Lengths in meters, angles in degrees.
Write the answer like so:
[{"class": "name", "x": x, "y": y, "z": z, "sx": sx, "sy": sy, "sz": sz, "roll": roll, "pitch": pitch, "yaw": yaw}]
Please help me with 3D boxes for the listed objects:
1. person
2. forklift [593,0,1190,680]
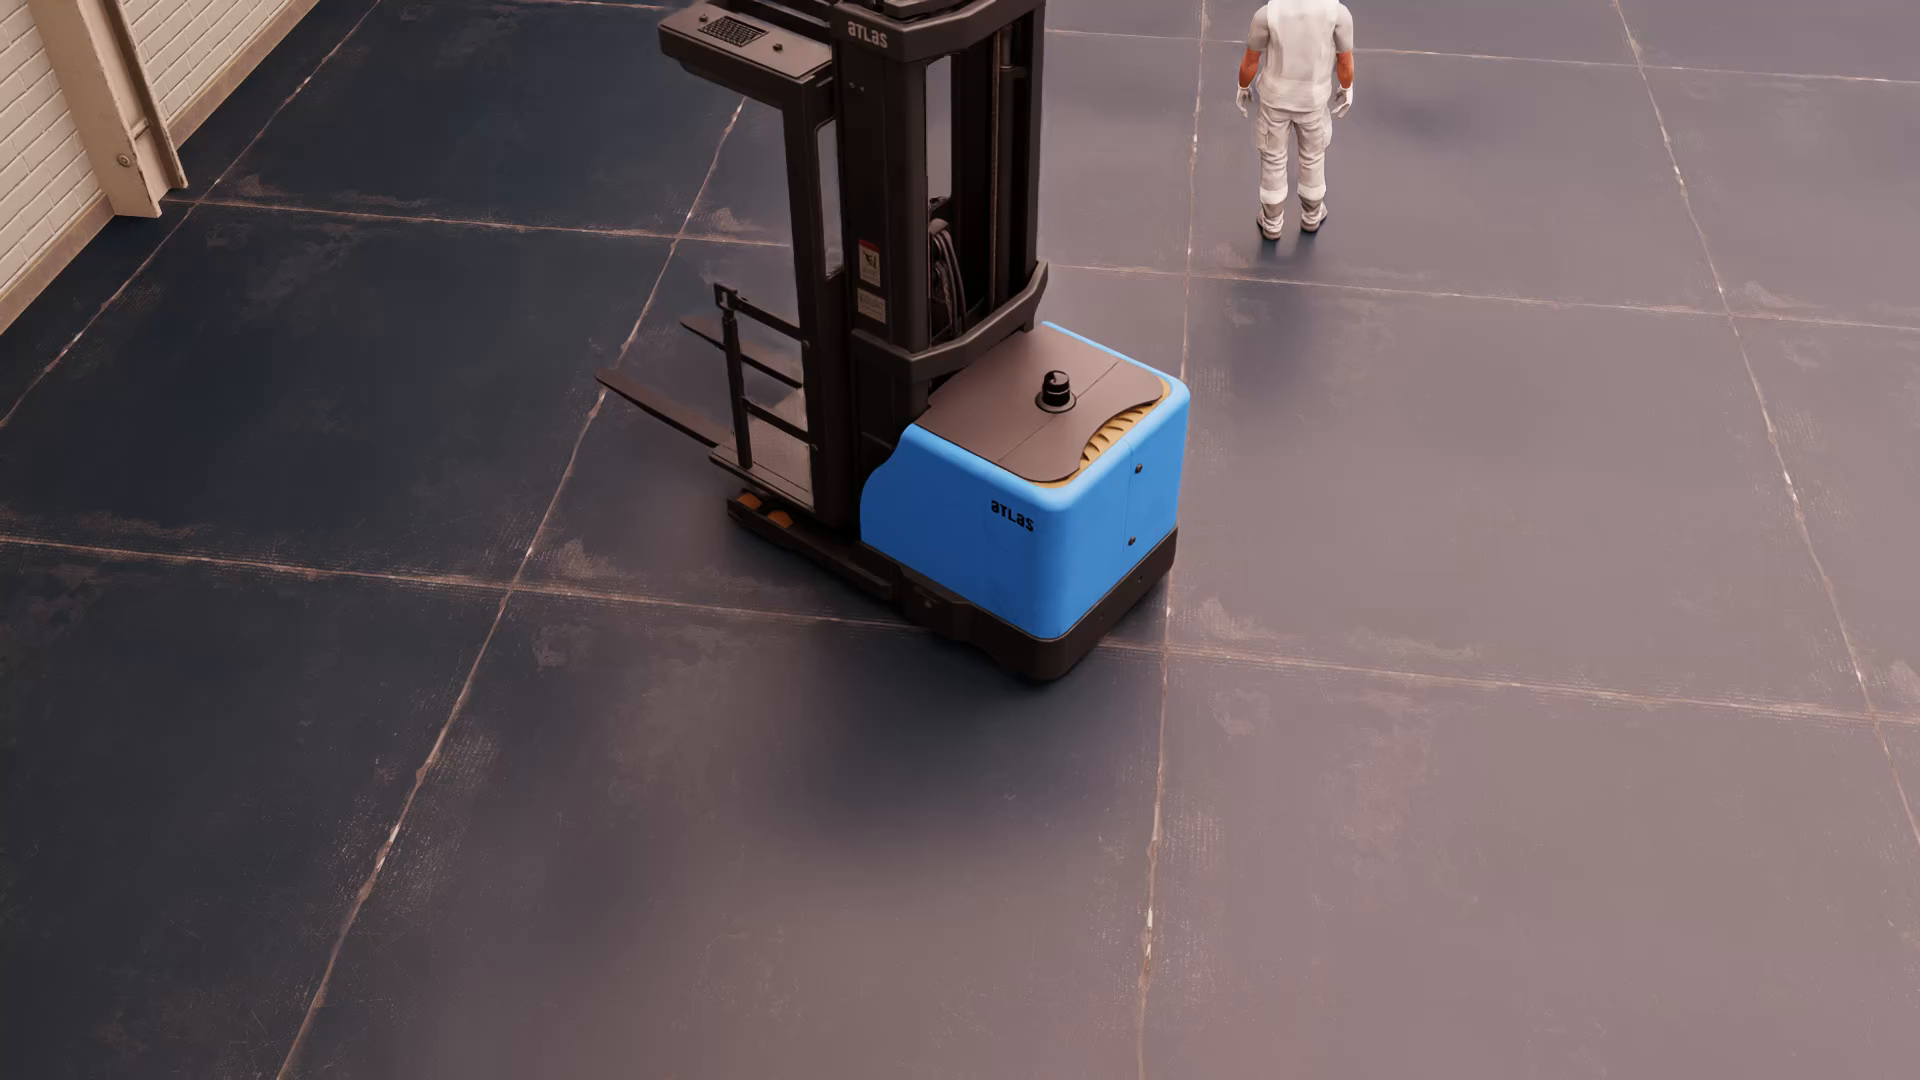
[{"class": "person", "x": 1.870, "y": -2.513, "z": 9.294, "sx": 0.637, "sy": 1.790, "sz": 0.561, "roll": 6, "pitch": 43, "yaw": 6}, {"class": "forklift", "x": -0.481, "y": -1.309, "z": 7.149, "sx": 3.031, "sy": 2.935, "sz": 1.130, "roll": 28, "pitch": 49, "yaw": 27}]
